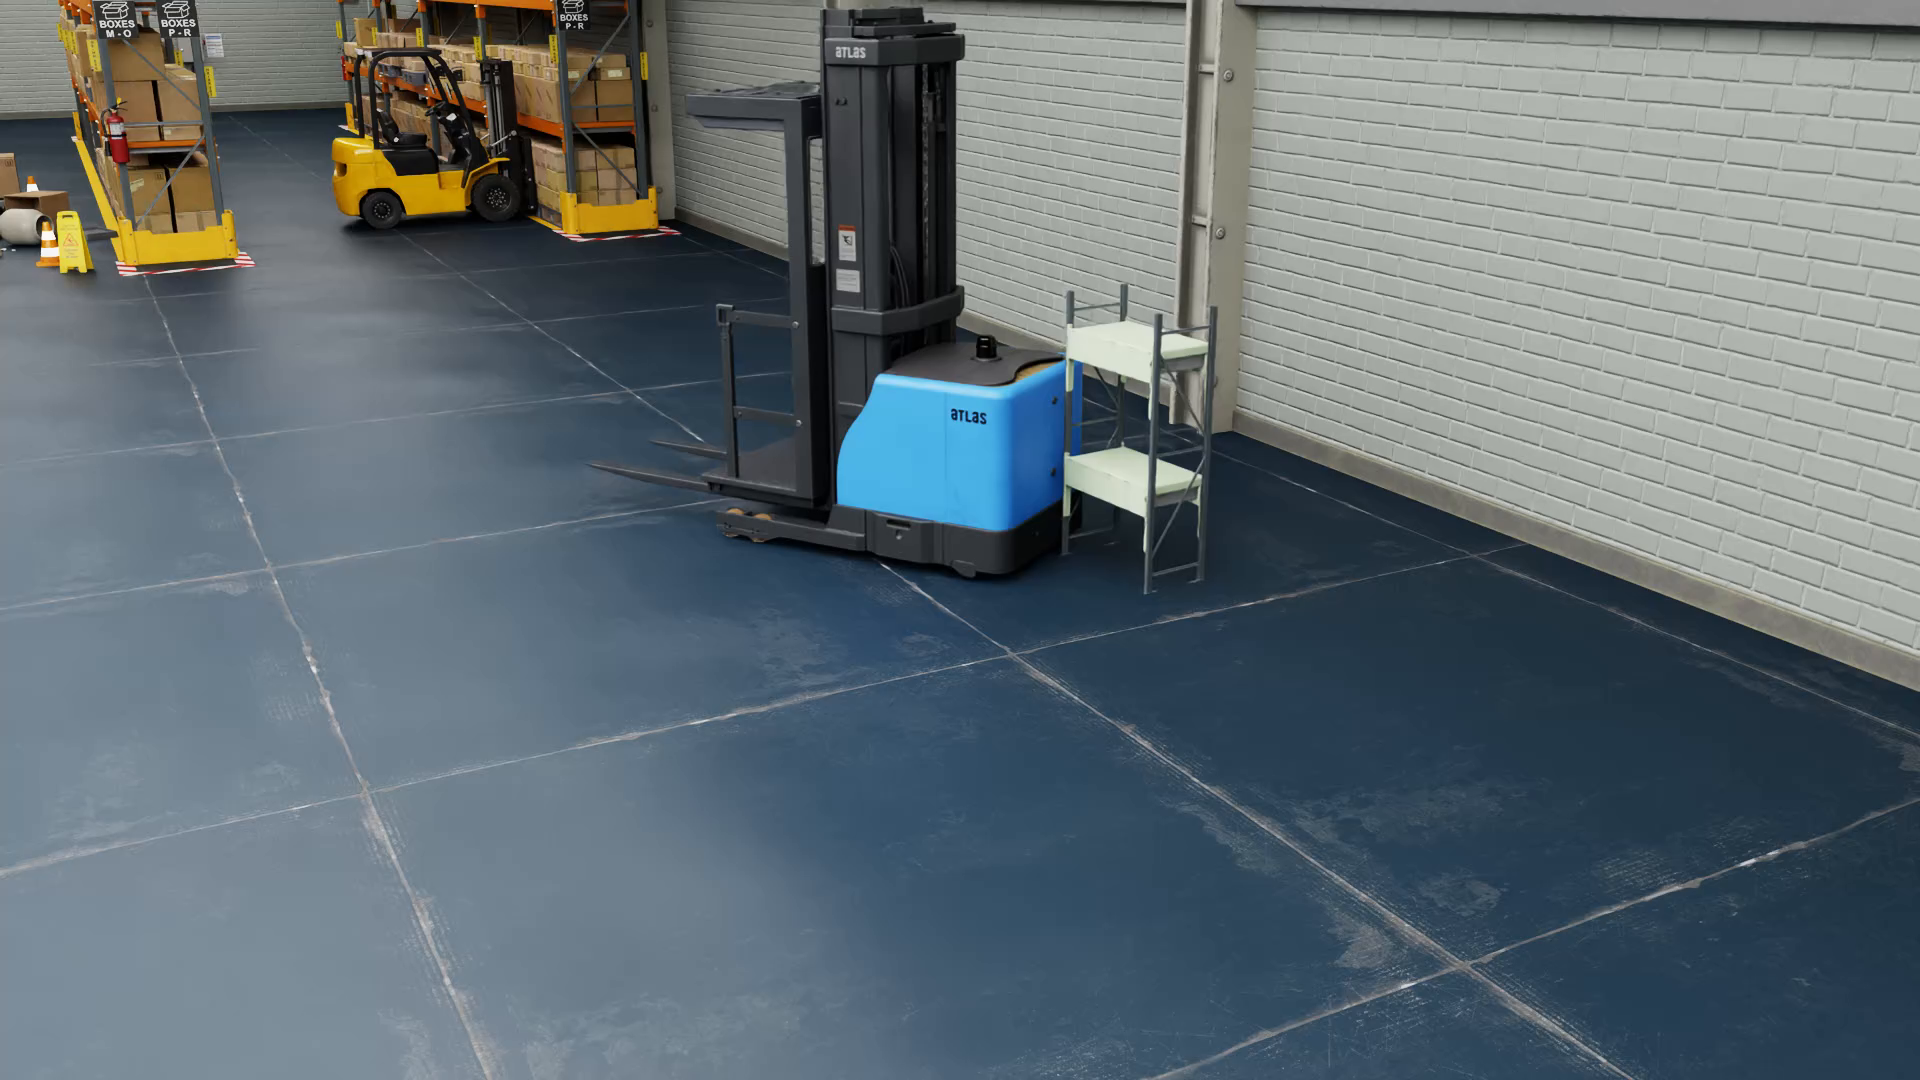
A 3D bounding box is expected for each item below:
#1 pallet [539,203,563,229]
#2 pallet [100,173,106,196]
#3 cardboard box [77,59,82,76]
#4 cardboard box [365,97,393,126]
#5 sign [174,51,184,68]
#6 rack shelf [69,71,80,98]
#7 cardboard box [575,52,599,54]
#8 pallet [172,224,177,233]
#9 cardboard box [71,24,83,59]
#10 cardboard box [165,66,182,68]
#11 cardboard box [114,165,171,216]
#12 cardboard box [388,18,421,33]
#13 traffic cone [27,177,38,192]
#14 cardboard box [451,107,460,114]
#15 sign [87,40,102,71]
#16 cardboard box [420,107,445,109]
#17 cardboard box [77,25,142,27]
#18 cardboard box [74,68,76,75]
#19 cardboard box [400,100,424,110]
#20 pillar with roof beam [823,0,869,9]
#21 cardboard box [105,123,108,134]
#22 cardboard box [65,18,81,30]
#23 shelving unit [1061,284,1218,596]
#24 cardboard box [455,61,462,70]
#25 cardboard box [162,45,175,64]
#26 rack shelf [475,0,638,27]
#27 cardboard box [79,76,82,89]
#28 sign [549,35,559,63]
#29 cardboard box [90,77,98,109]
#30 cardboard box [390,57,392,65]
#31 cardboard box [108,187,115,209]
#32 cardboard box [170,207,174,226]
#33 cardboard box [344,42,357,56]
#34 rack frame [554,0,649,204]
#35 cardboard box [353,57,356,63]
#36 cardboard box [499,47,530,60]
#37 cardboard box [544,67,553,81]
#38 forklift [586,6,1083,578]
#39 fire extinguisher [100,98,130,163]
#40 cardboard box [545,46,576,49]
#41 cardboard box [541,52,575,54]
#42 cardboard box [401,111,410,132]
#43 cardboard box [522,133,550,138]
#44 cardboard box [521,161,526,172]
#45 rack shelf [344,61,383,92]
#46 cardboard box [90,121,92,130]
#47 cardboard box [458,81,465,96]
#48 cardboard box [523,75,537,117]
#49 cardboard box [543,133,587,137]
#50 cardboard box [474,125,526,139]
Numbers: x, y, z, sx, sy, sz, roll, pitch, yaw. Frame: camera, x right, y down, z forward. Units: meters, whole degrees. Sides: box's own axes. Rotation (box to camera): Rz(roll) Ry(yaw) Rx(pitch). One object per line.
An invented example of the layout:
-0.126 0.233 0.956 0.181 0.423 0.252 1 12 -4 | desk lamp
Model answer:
-4.814 -4.240 21.597 1.003 0.211 1.213 -10 21 -27 | pallet
-12.209 -5.329 24.753 1.003 0.211 1.213 -10 21 -27 | pallet
-13.279 -7.284 25.605 0.500 0.250 0.500 -11 22 -28 | cardboard box
-11.270 -8.347 32.410 0.500 0.500 0.500 -10 21 -26 | cardboard box
-10.206 -6.219 21.730 0.100 0.325 0.005 -10 21 -27 | sign
-15.428 -8.255 30.057 1.077 0.370 4.000 -10 21 -27 | rack shelf
-4.722 -6.197 21.388 0.380 0.149 0.250 -10 21 -26 | cardboard box
-9.171 -3.518 19.503 1.003 0.211 1.213 -10 21 -27 | pallet
-13.306 -7.646 25.505 0.500 0.500 0.500 -10 21 -26 | cardboard box
-9.999 -5.676 20.873 0.500 0.500 0.500 -9 21 -25 | cardboard box
-9.390 -4.018 19.100 0.500 0.500 0.500 -10 21 -26 | cardboard box
-10.585 -9.683 31.719 0.500 0.500 0.500 -11 22 -28 | cardboard box
-12.501 -4.664 22.438 0.336 0.463 0.334 -10 21 -27 | traffic cone
-8.477 -7.303 28.391 0.380 0.149 0.250 -10 21 -26 | cardboard box
-9.278 -5.192 17.820 0.100 0.325 0.005 -10 21 -27 | sign
-8.998 -7.307 28.402 0.380 0.149 0.250 -9 21 -25 | cardboard box
-10.438 -6.075 20.495 0.700 0.500 0.500 -10 21 -26 | cardboard box
-14.924 -8.161 28.531 0.500 0.500 0.500 -10 21 -26 | cardboard box
-9.844 -7.830 29.919 0.380 0.149 0.250 -11 22 -29 | cardboard box
-4.891 -6.132 13.606 9.100 9.000 0.400 -10 21 -27 | pillar with roof beam
-9.616 -4.733 19.134 0.380 0.149 0.250 -10 21 -26 | cardboard box
-14.946 -8.633 28.365 0.500 0.500 0.500 -10 21 -27 | cardboard box
0.945 -0.554 8.937 0.431 1.500 0.755 -12 22 -31 | shelving unit
-7.259 -7.055 24.941 0.500 0.250 0.500 -10 21 -26 | cardboard box
-10.650 -6.289 22.006 0.500 0.500 0.500 -9 21 -25 | cardboard box
-5.363 -6.998 21.816 1.077 0.370 4.000 -10 21 -27 | rack shelf
-13.529 -7.198 26.121 0.500 0.250 0.500 -10 22 -27 | cardboard box
-4.898 -5.925 20.065 0.100 0.325 0.005 -10 21 -27 | sign
-10.716 -5.742 21.065 0.500 0.500 0.500 -10 21 -27 | cardboard box
-9.790 -8.467 29.133 0.396 0.266 0.258 -9 21 -24 | cardboard box
-10.637 -4.411 21.389 0.500 0.250 0.500 -11 22 -29 | cardboard box
-9.156 -3.896 19.896 0.500 0.250 0.500 -9 21 -25 | cardboard box
-12.033 -9.836 33.313 0.500 0.250 0.500 -10 21 -26 | cardboard box
-4.414 -5.346 20.524 1.000 3.000 0.127 -10 21 -27 | rack frame
-11.935 -9.617 33.289 0.380 0.149 0.250 -9 21 -25 | cardboard box
-6.058 -6.628 22.638 0.380 0.149 0.250 -9 21 -25 | cardboard box
-4.972 -5.824 20.764 0.380 0.149 0.250 -10 21 -26 | cardboard box
-0.835 -1.508 9.509 3.031 2.935 1.130 10 21 27 | forklift
-9.131 -4.435 18.004 0.296 0.674 0.183 -10 21 -27 | fire extinguisher
-5.501 -6.729 22.930 0.380 0.149 0.250 -10 22 -28 | cardboard box
-5.114 -6.130 21.194 0.380 0.149 0.250 -10 21 -26 | cardboard box
-9.586 -7.338 29.488 0.500 0.500 0.500 -11 22 -28 | cardboard box
-5.879 -5.388 22.687 0.500 0.250 0.500 -9 21 -25 | cardboard box
-5.647 -5.007 22.347 0.500 0.250 0.500 -10 21 -27 | cardboard box
-11.062 -9.024 32.289 1.077 0.370 4.000 -10 21 -27 | rack shelf
-15.976 -7.982 31.449 0.875 0.438 0.875 -11 22 -28 | cardboard box
-7.235 -6.818 25.021 0.500 0.250 0.500 -10 21 -26 | cardboard box
-5.360 -5.791 21.661 0.500 0.500 0.500 -10 22 -28 | cardboard box
-5.427 -5.463 22.905 0.500 0.250 0.500 -10 21 -26 | cardboard box
-6.932 -5.942 25.249 0.875 0.625 0.625 -10 22 -27 | cardboard box
